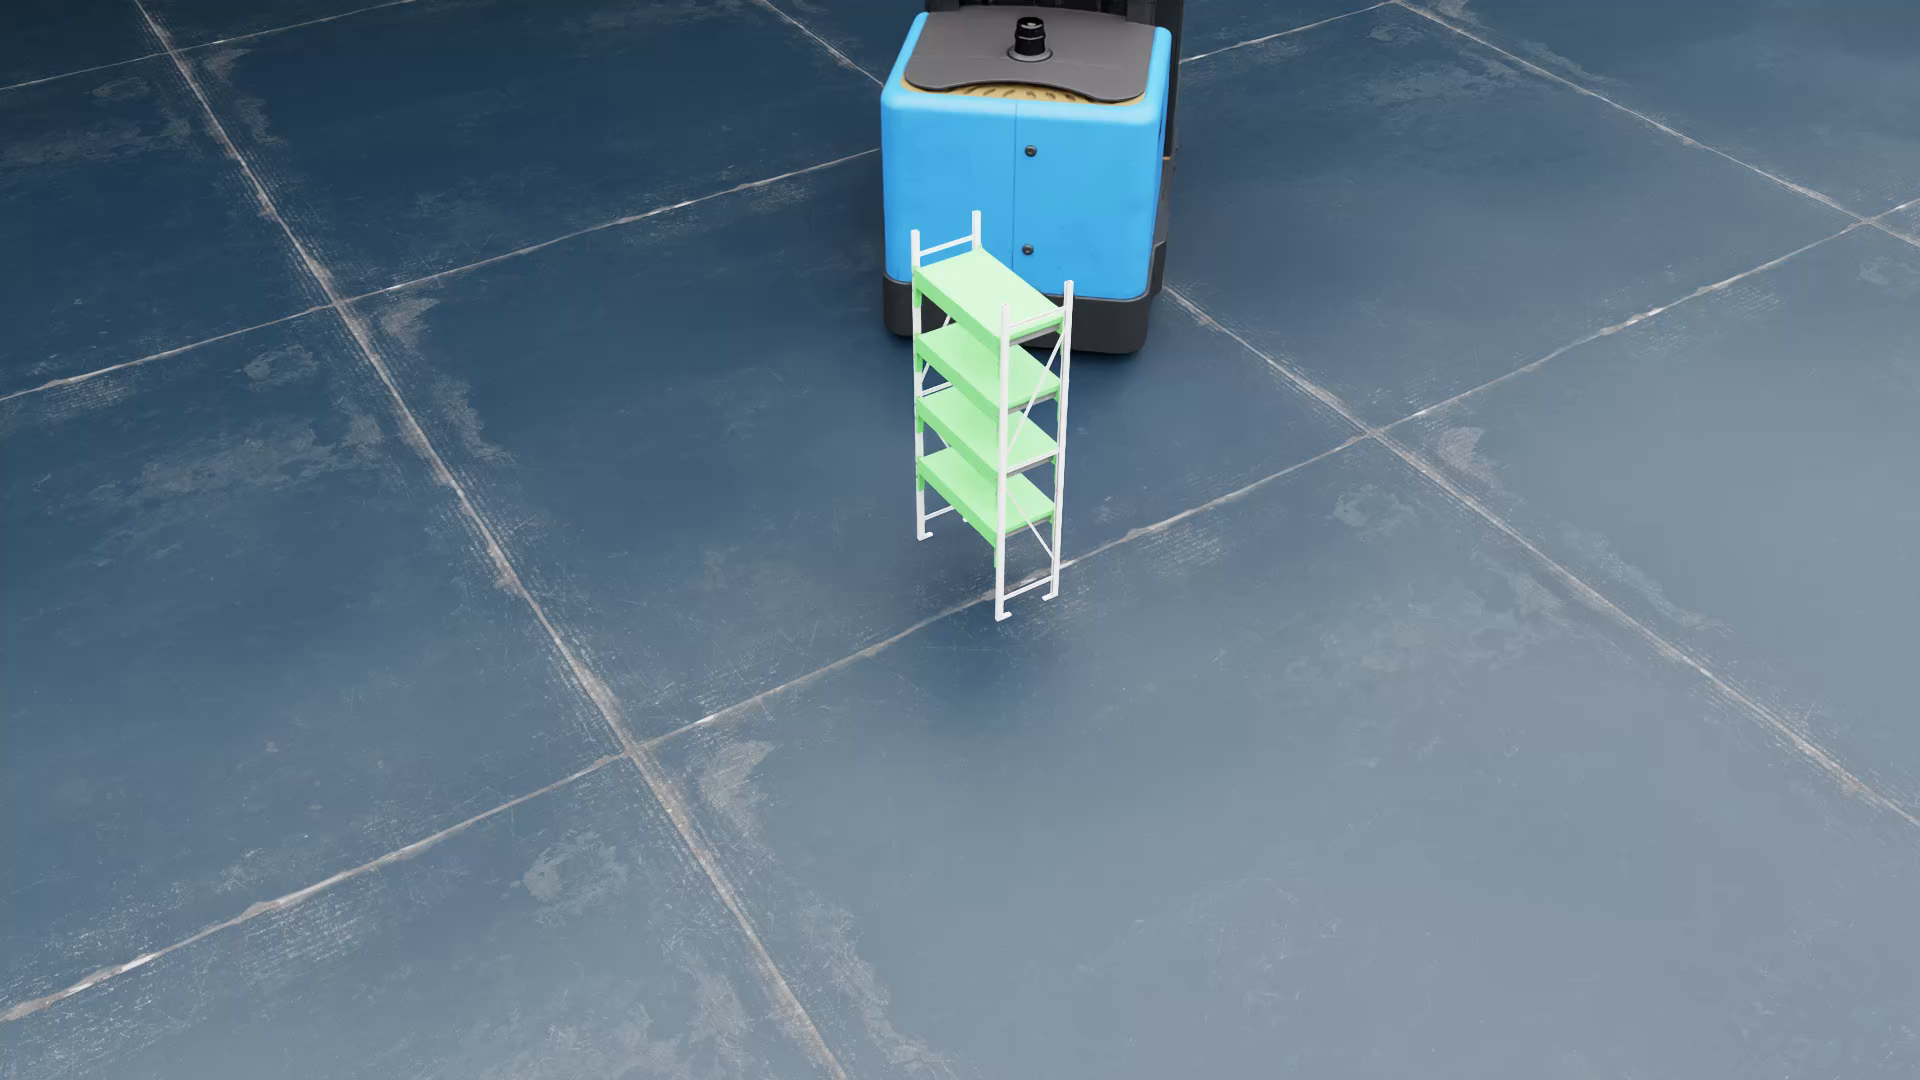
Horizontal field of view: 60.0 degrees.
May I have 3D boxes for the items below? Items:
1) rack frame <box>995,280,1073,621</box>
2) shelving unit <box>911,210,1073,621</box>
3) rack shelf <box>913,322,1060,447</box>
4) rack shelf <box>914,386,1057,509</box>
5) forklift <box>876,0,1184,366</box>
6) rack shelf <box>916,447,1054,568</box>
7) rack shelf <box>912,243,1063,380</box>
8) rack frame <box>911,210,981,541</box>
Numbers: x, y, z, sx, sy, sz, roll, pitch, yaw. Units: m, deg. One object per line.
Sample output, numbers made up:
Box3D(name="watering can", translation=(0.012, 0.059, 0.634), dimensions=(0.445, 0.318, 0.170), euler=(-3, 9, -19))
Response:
Box3D(name="rack frame", translation=(0.220, -0.240, 5.101), dimensions=(0.240, 1.200, 0.015), euler=(-22, 45, -24))
Box3D(name="shelving unit", translation=(0.089, -0.372, 5.259), dimensions=(0.258, 1.200, 0.503), euler=(-22, 45, -24))
Box3D(name="rack shelf", translation=(0.089, -0.507, 5.146), dimensions=(0.258, 0.148, 0.480), euler=(-22, 45, -24))
Box3D(name="rack shelf", translation=(0.089, -0.323, 5.300), dimensions=(0.258, 0.148, 0.480), euler=(-22, 45, -24))
Box3D(name="forklift", translation=(0.419, -2.745, 6.755), dimensions=(1.130, 2.935, 3.031), euler=(6, 40, 7))
Box3D(name="rack shelf", translation=(0.089, -0.138, 5.453), dimensions=(0.258, 0.148, 0.480), euler=(-22, 45, -24))
Box3D(name="rack shelf", translation=(0.089, -0.691, 4.992), dimensions=(0.258, 0.148, 0.480), euler=(-22, 45, -24))
Box3D(name="rack frame", translation=(-0.042, -0.503, 5.417), dimensions=(0.240, 1.200, 0.015), euler=(-22, 45, -24))
